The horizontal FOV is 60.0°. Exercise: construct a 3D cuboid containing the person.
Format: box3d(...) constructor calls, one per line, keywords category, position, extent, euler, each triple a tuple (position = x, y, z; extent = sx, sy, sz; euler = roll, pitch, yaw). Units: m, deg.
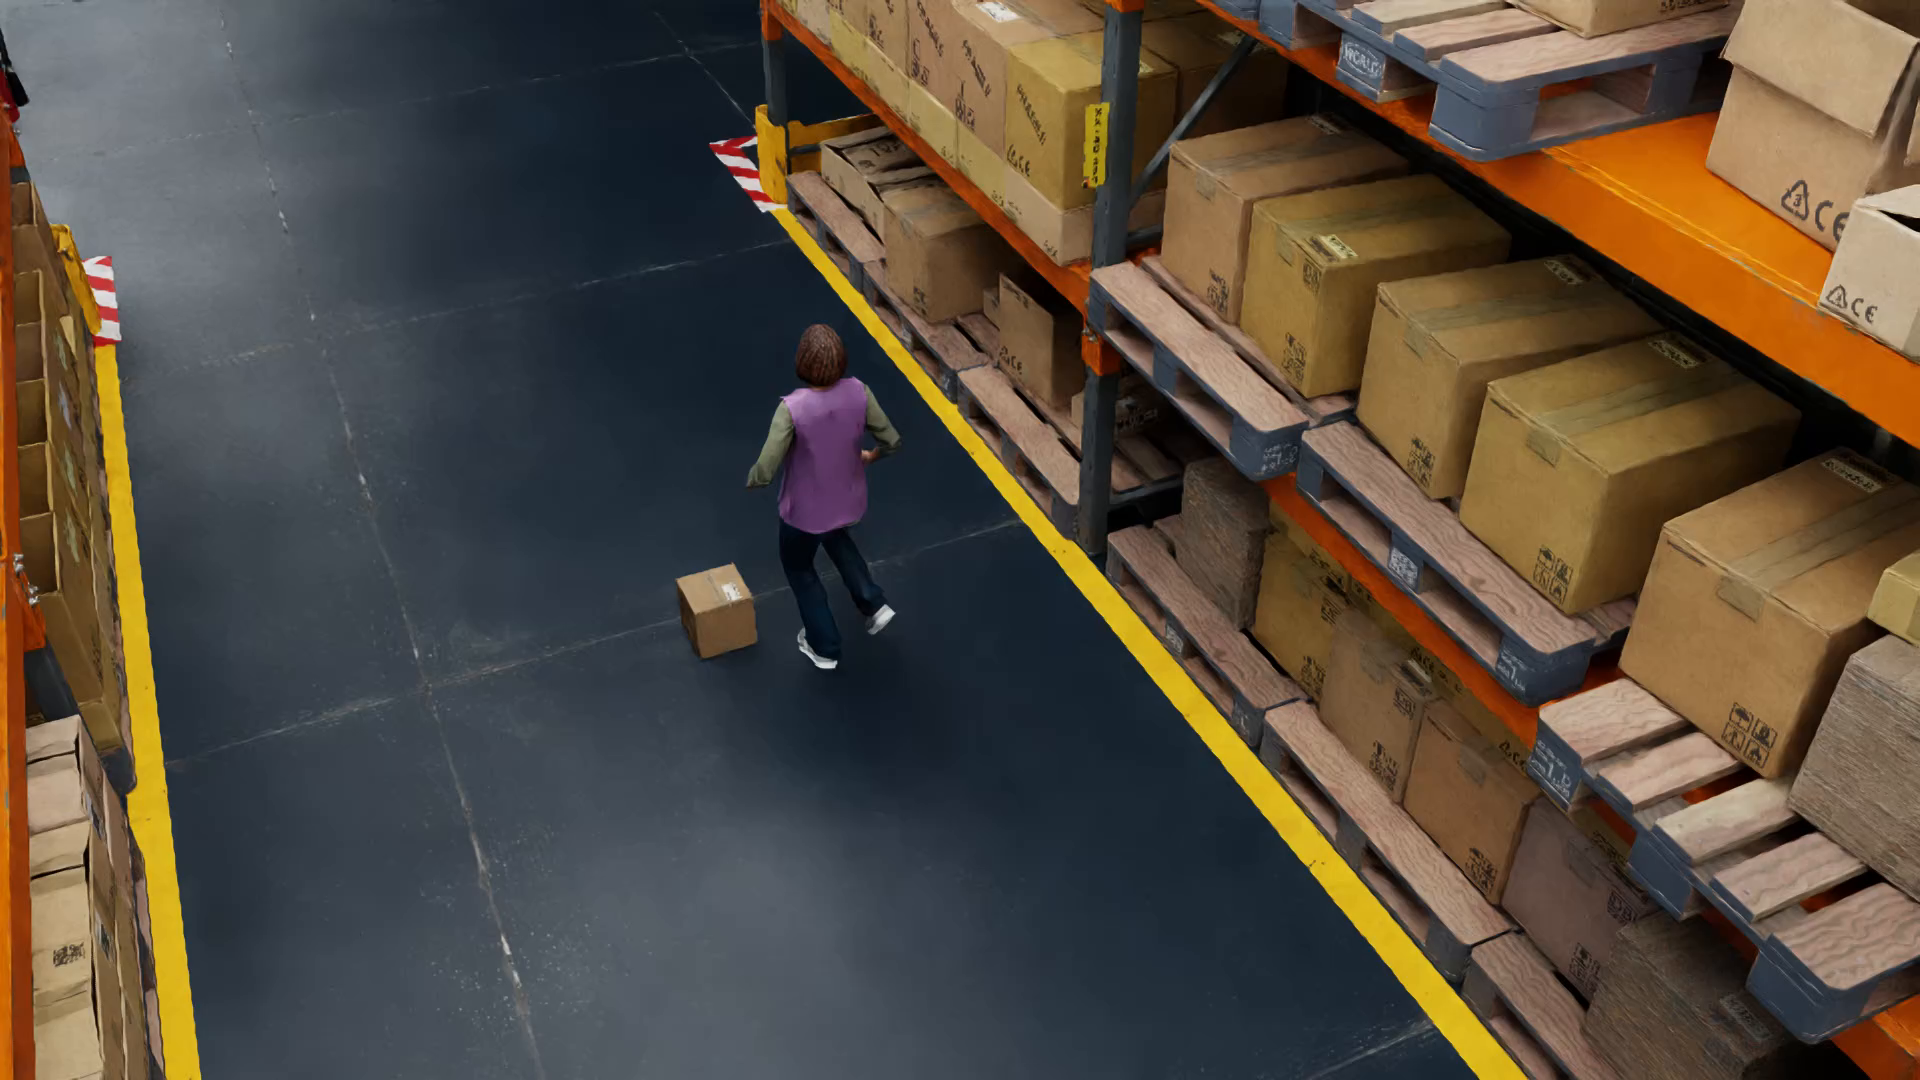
box3d(category="person", position=(-0.558, -0.151, 6.381), extent=(0.591, 1.566, 0.440), euler=(-24, 44, -27))
